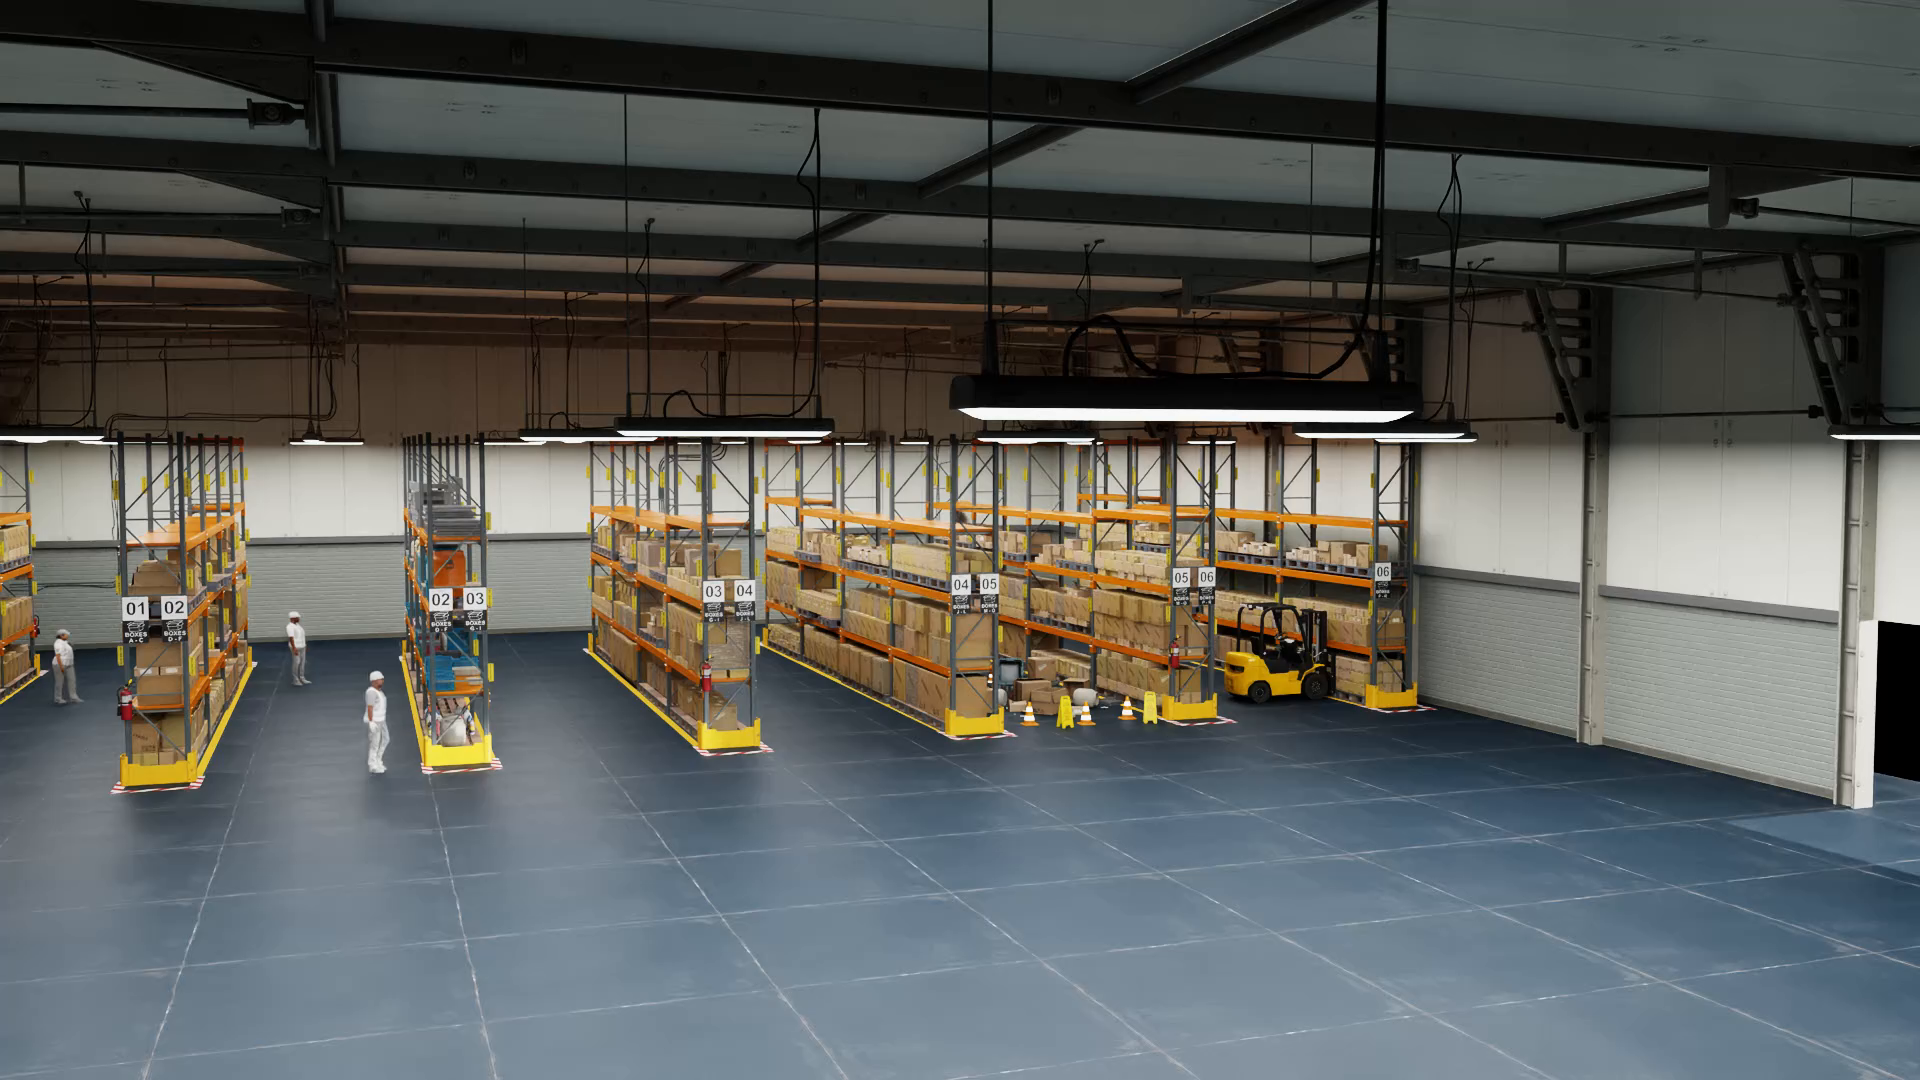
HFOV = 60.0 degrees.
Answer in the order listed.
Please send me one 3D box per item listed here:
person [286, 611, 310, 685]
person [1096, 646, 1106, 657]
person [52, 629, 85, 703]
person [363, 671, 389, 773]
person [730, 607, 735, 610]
[{"bbox_3d":[-16.061,2.626,40.395,0.511,1.798,0.622,1,3,10],"label":"person"},{"bbox_3d":[3.712,2.487,43.032,0.462,1.656,0.466,-1,3,-16],"label":"person"},{"bbox_3d":[-20.073,2.838,37.321,0.571,1.667,0.509,1,3,11],"label":"person"},{"bbox_3d":[-10.335,3.222,29.382,0.368,1.811,0.648,0,3,-3],"label":"person"},{"bbox_3d":[-6.885,2.159,48.786,0.646,1.786,0.421,-1,3,-11],"label":"person"}]
